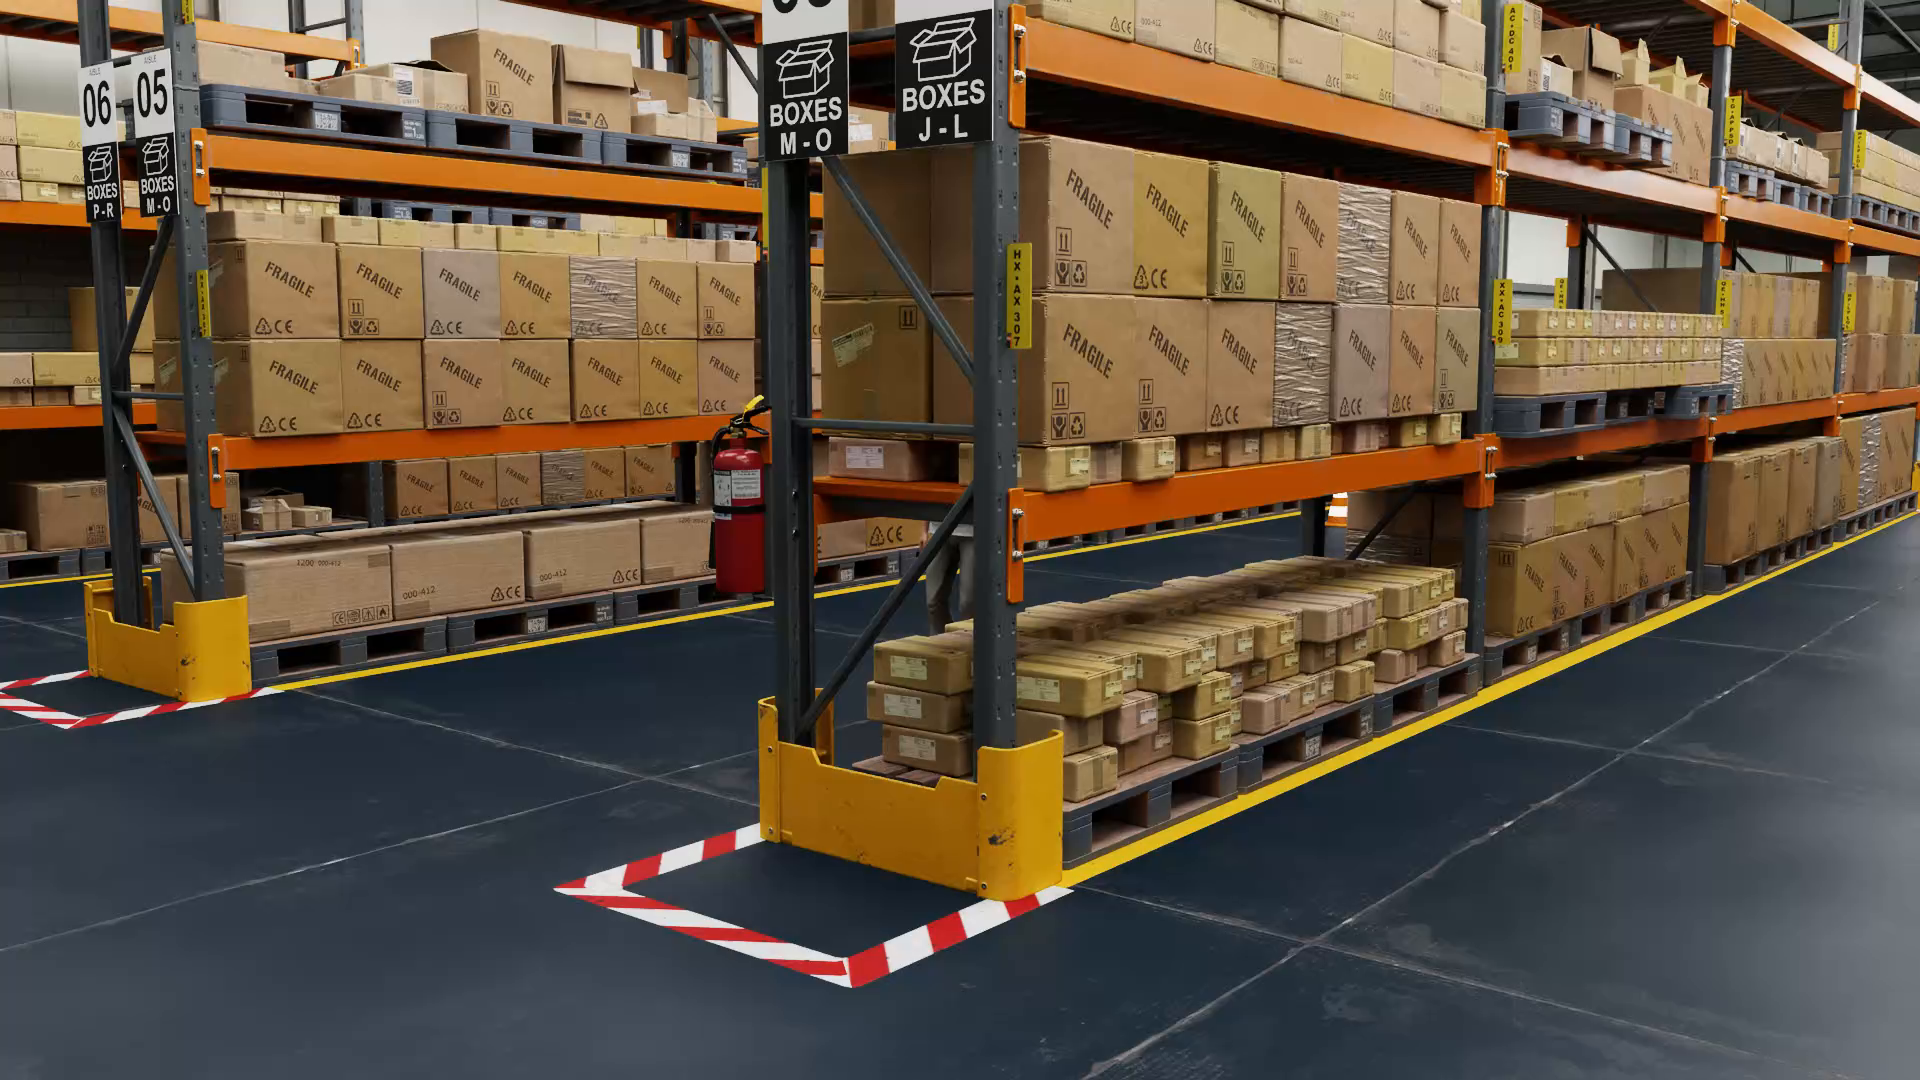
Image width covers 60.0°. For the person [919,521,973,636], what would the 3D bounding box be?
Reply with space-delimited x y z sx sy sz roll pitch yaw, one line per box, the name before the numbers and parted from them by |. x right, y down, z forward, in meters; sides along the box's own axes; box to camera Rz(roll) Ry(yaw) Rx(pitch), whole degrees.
person | -0.006 0.003 8.345 0.460 1.593 0.348 5 9 37
